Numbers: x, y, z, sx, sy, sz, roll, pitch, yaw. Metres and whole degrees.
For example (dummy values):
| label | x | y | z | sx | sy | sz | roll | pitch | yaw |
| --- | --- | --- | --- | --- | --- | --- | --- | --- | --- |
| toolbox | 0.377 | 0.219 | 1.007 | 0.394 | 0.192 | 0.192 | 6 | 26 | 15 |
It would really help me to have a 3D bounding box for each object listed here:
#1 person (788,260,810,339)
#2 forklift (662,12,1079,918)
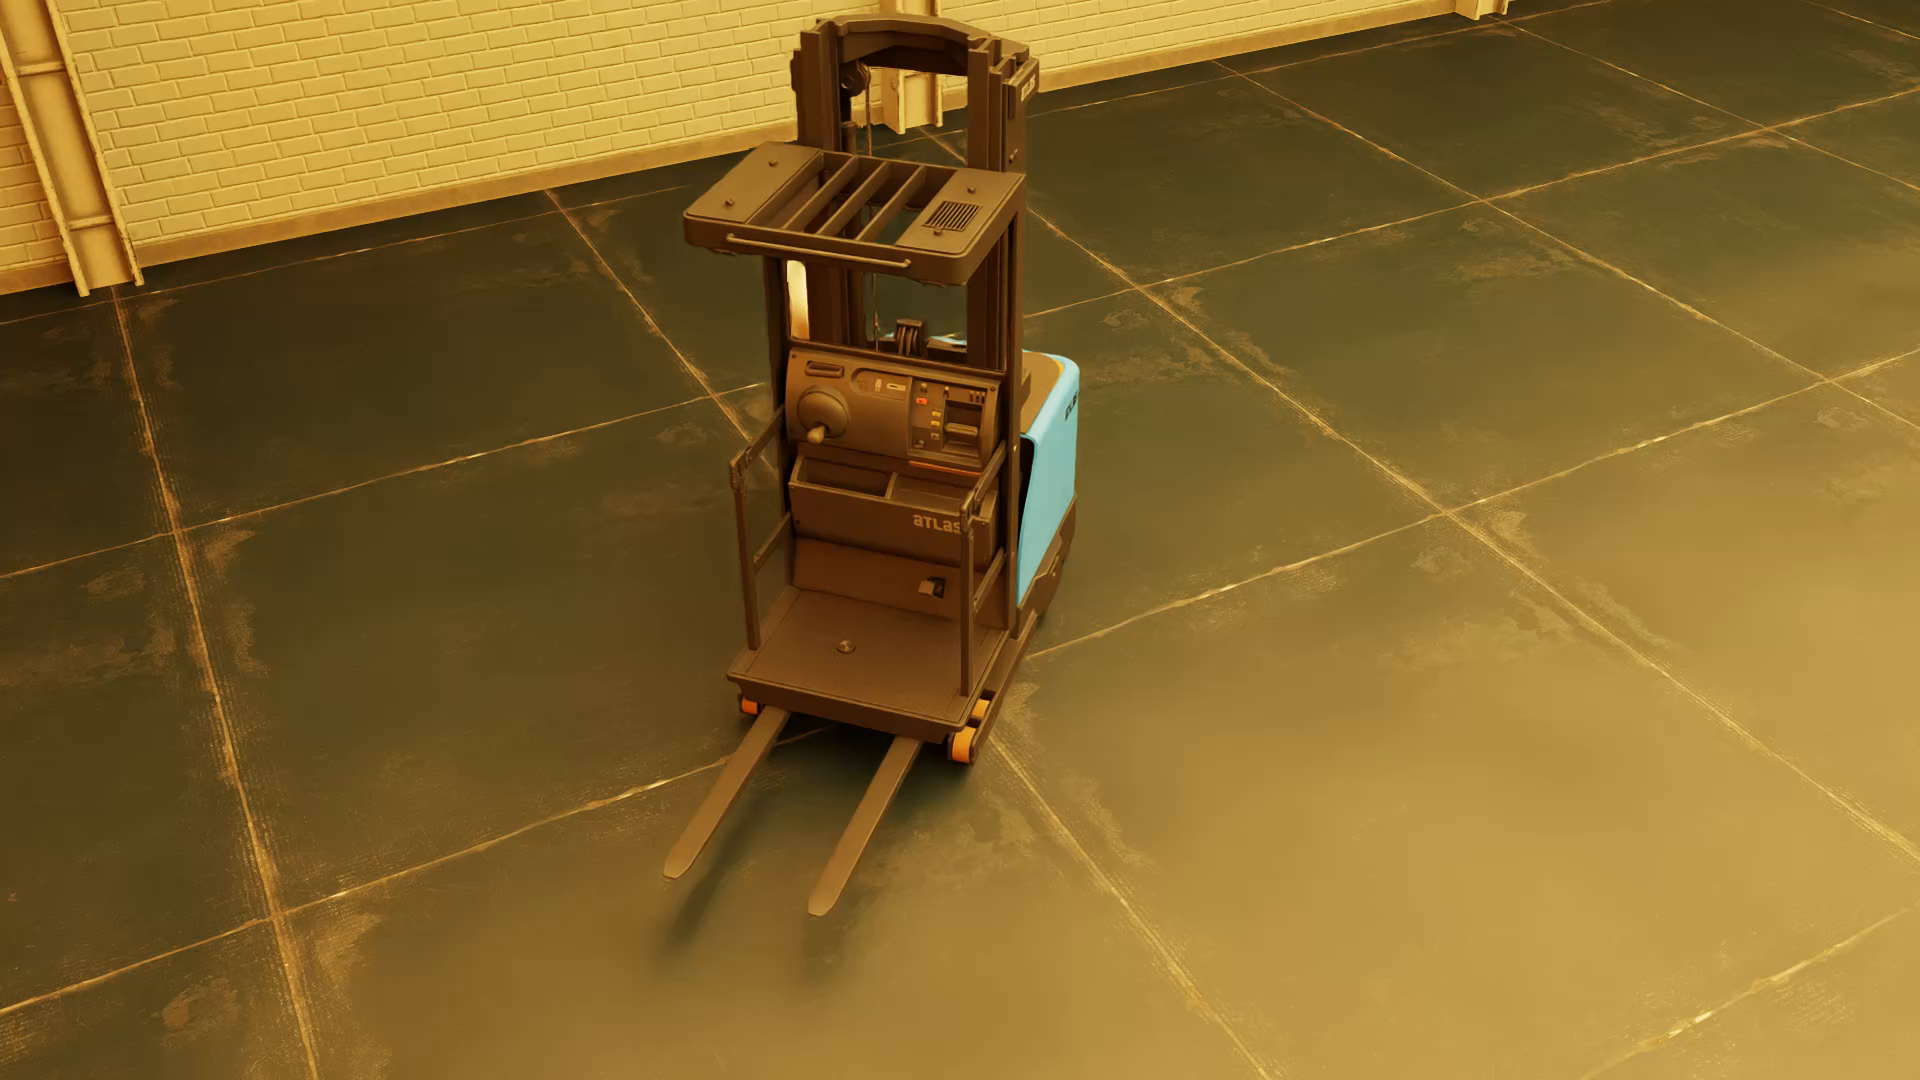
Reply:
| label | x | y | z | sx | sy | sz | roll | pitch | yaw |
| --- | --- | --- | --- | --- | --- | --- | --- | --- | --- |
| person | -0.501 | -0.921 | 8.719 | 0.923 | 1.573 | 0.836 | -14 | 37 | -18 |
| forklift | -0.357 | -0.483 | 6.807 | 1.130 | 2.935 | 3.031 | 11 | 37 | 15 |
